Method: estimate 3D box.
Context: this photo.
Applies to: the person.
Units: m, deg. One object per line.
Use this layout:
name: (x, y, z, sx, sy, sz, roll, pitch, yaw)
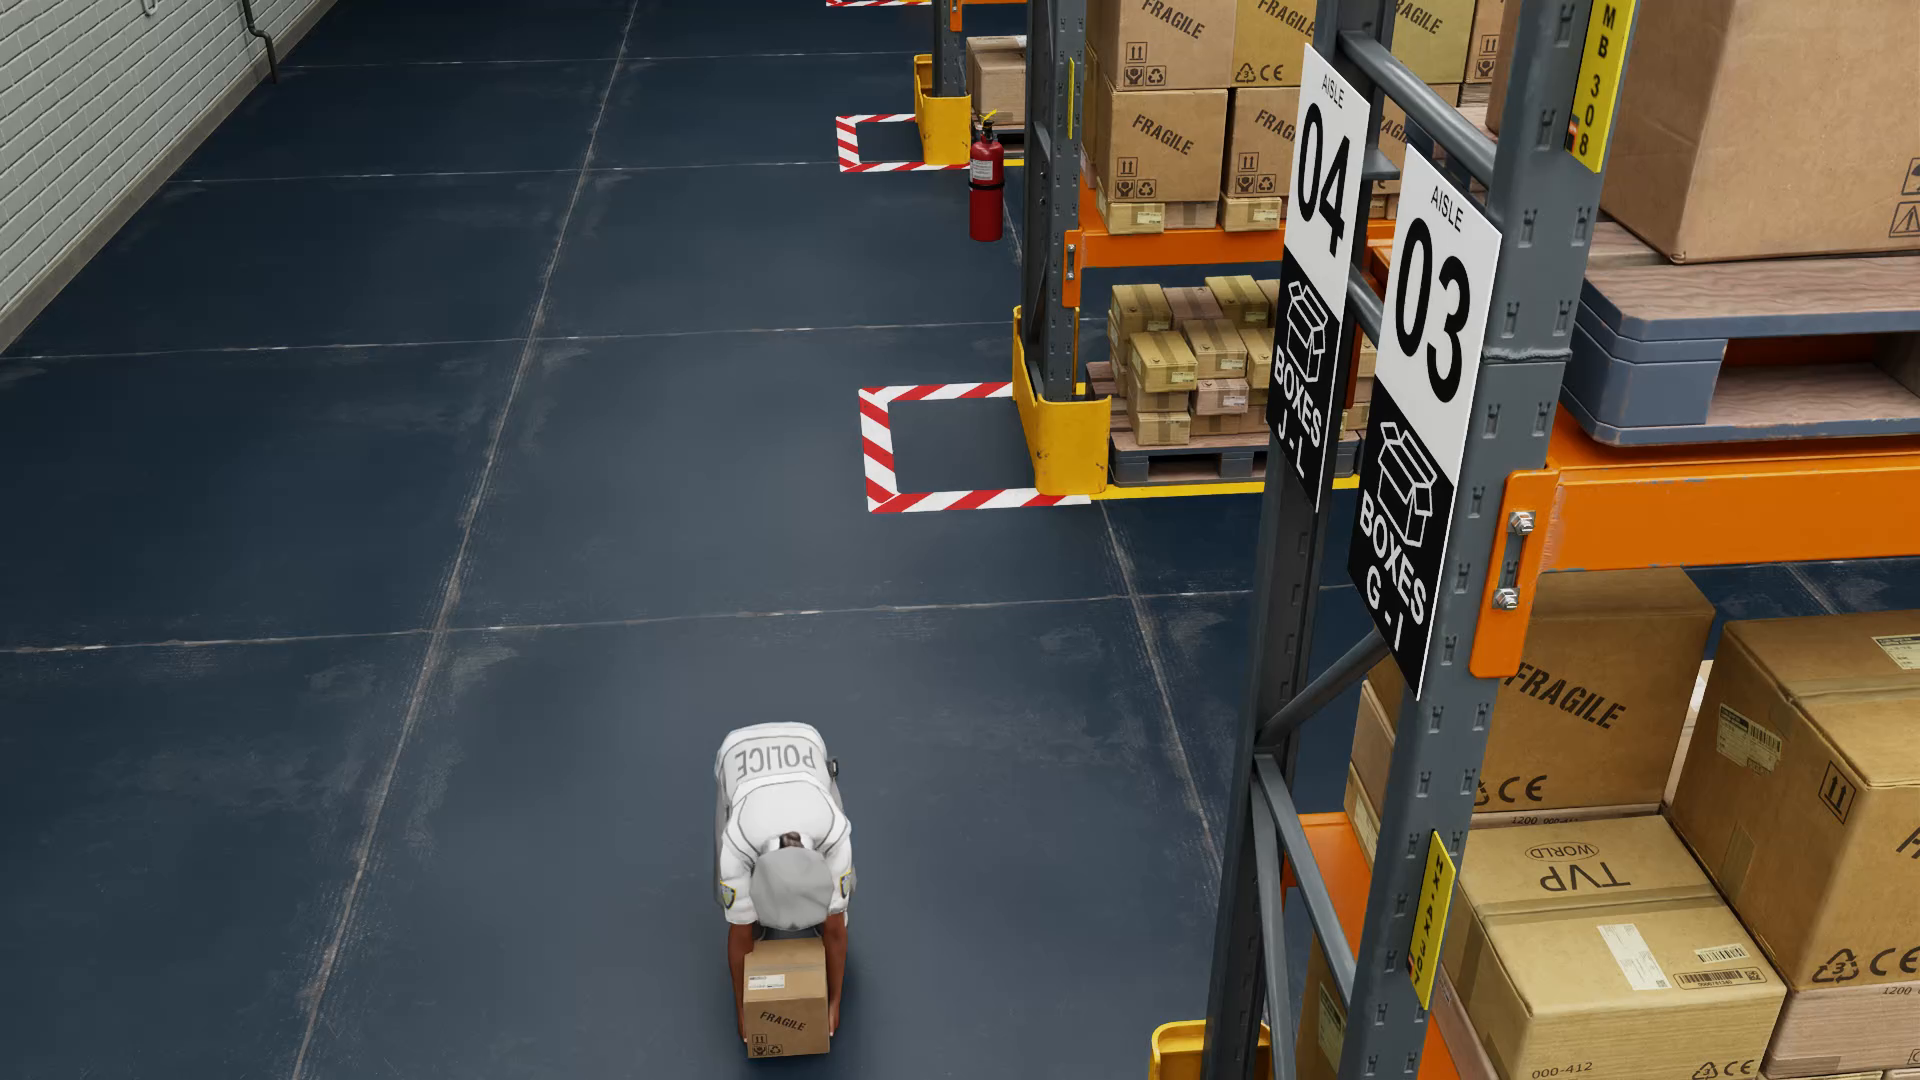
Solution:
person: (-0.561, 1.048, 5.302, 0.458, 0.768, 0.927, -4, 31, -6)
